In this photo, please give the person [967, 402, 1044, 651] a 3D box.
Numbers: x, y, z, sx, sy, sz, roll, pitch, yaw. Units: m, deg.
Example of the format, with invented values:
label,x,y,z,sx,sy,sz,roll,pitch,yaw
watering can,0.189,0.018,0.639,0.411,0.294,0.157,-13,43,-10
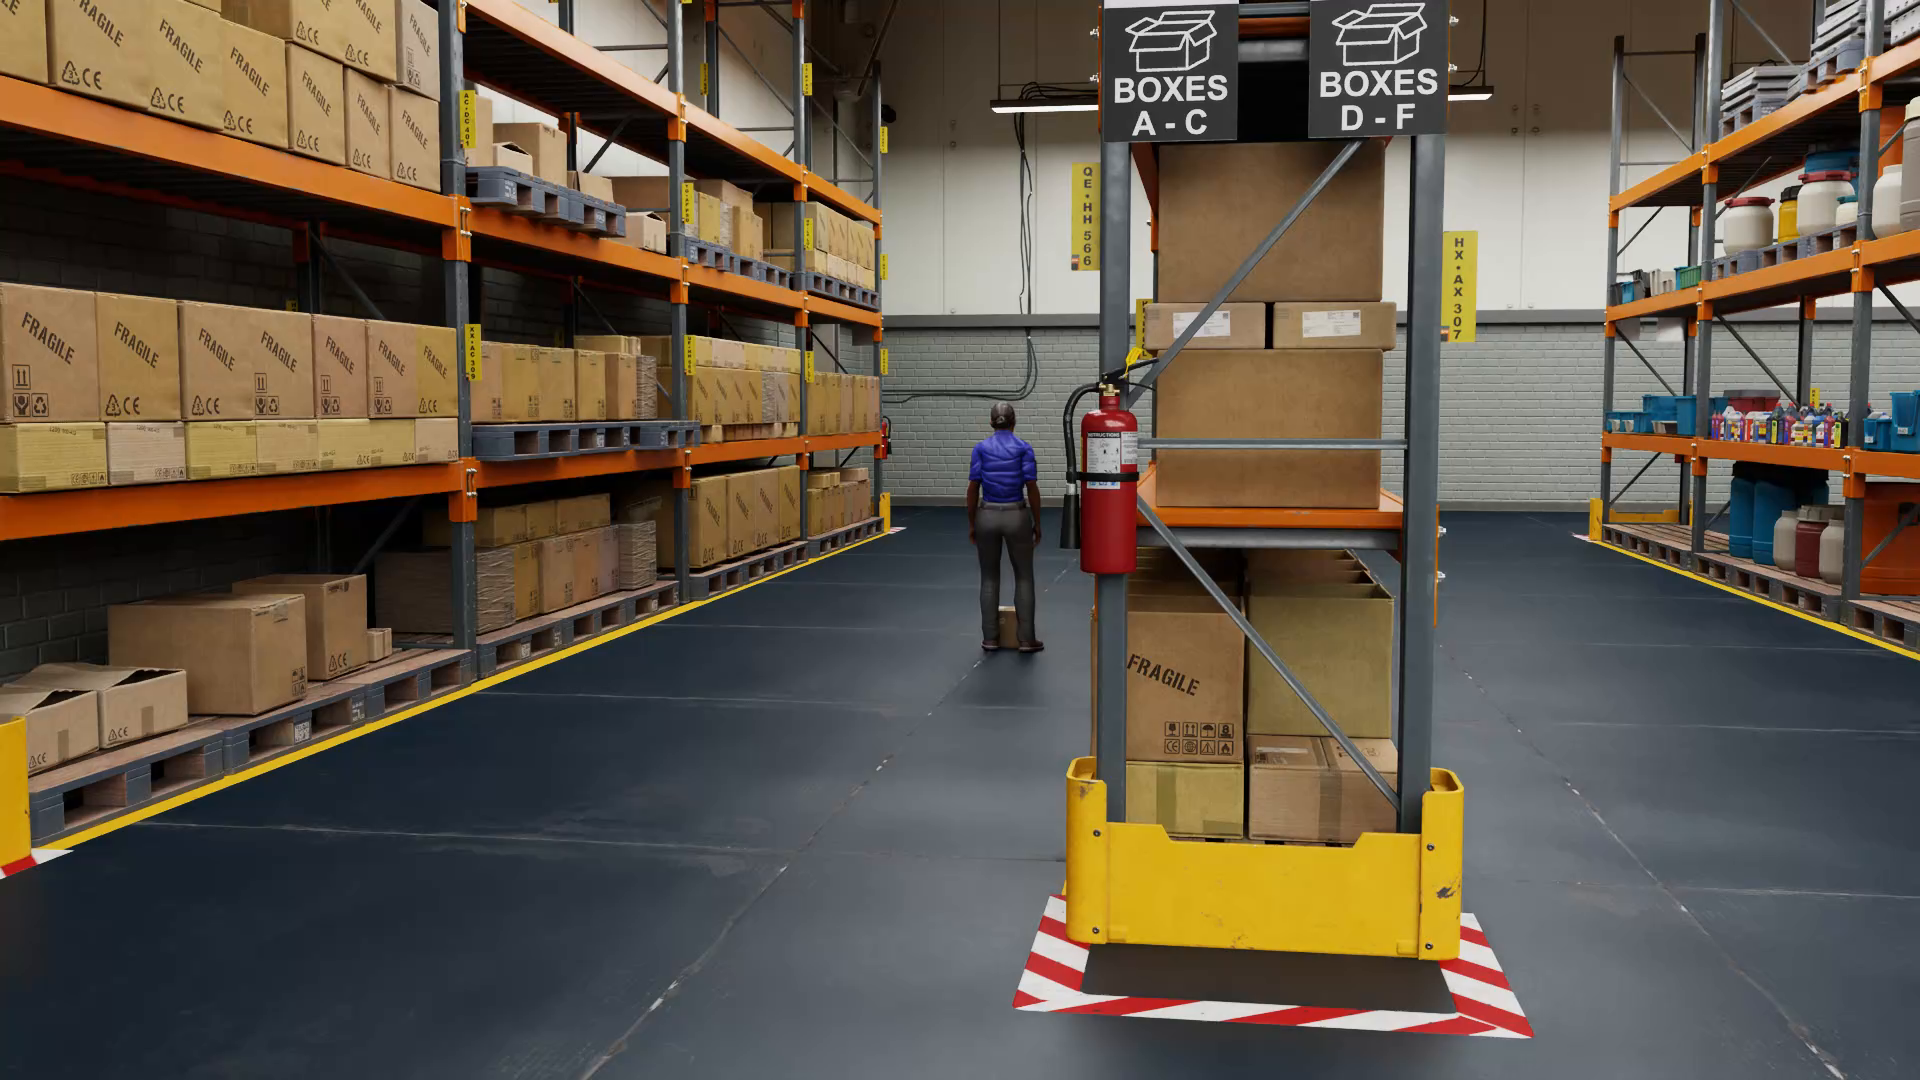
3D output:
label,x,y,z,sx,sy,sz,roll,pitch,yaw
person,0.303,-0.091,11.060,0.505,1.655,0.390,1,5,10
